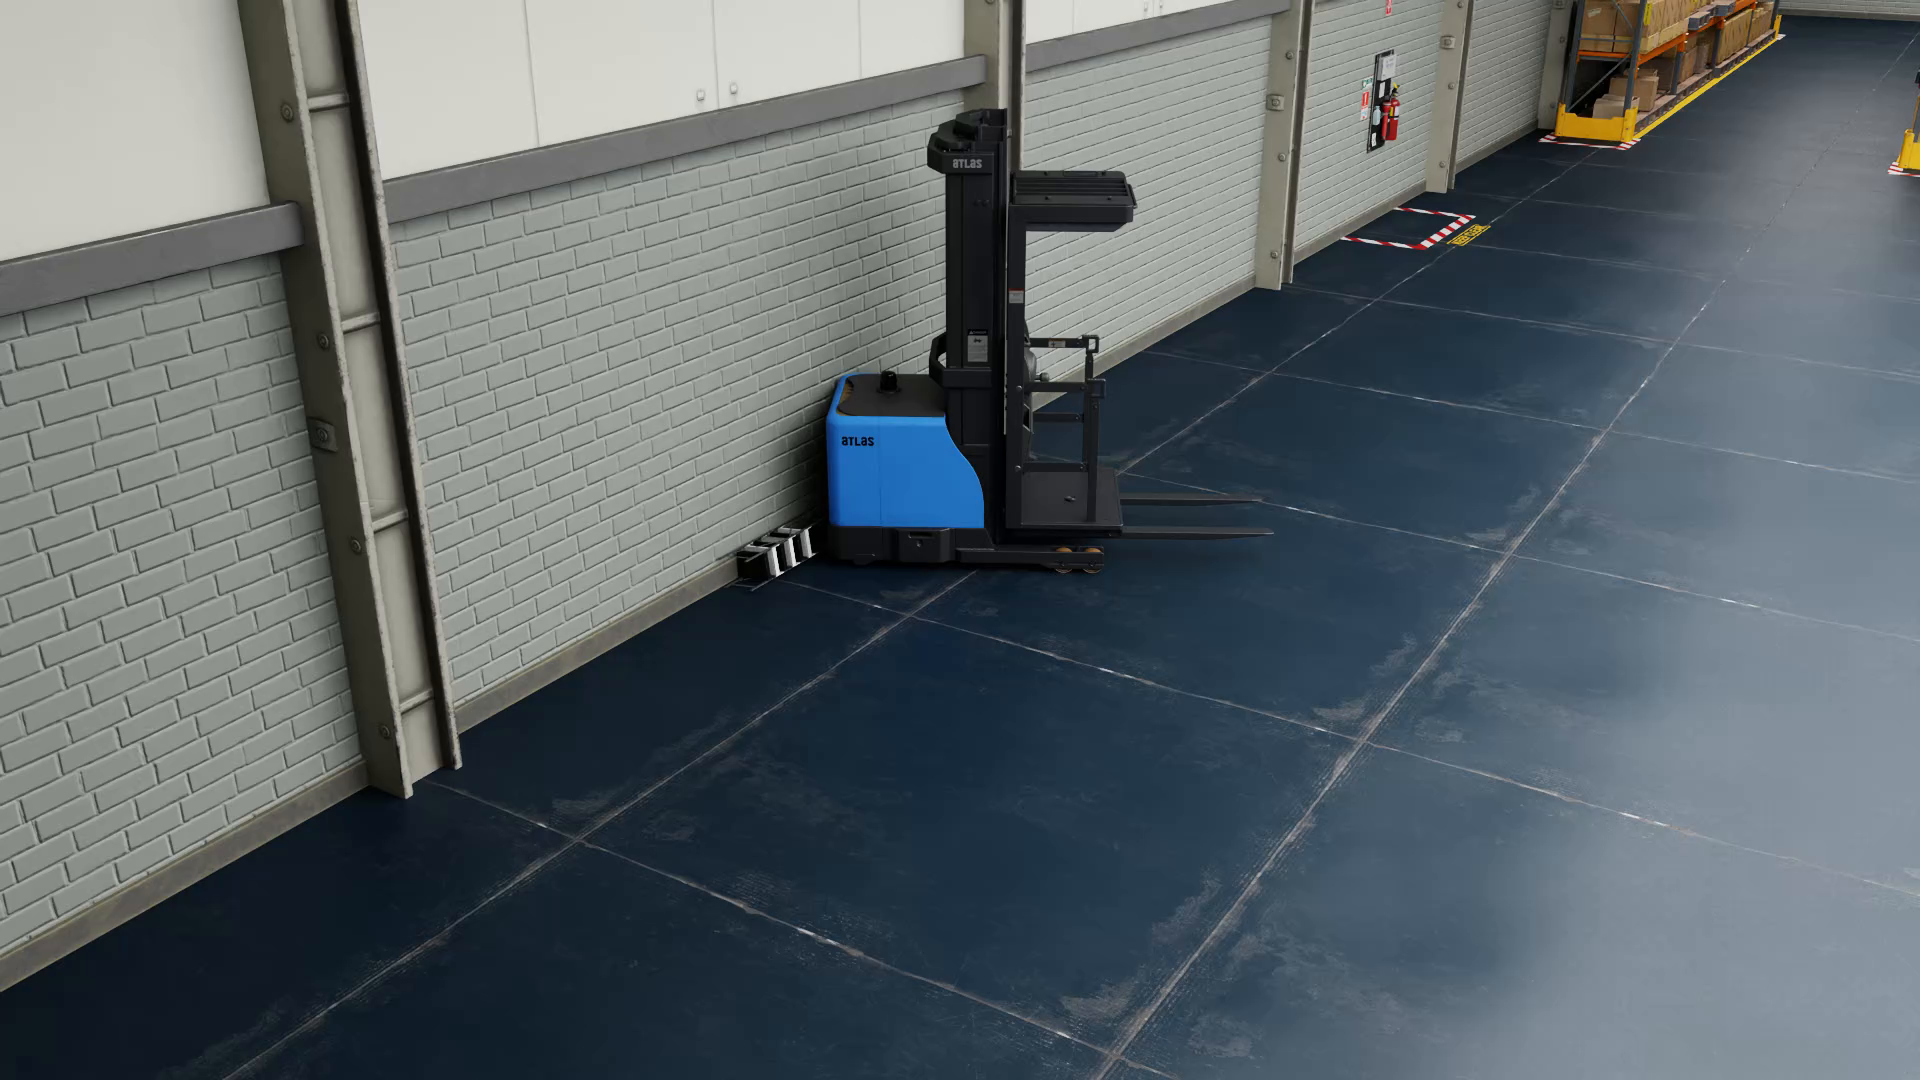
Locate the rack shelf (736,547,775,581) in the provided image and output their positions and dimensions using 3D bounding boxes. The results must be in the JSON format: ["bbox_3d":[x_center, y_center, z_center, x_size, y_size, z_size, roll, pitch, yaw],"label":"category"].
[{"bbox_3d":[-1.364,0.157,11.075,0.258,0.200,0.077,5,23,32],"label":"rack shelf"}]

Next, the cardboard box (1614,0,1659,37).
[{"bbox_3d":[10.624,-8.194,26.122,0.500,0.500,0.500,14,27,29],"label":"cardboard box"}]

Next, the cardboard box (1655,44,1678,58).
[{"bbox_3d":[12.831,-8.962,30.325,0.500,0.250,0.500,13,27,28],"label":"cardboard box"}]

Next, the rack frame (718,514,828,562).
[{"bbox_3d":[-1.251,-0.018,11.226,0.240,0.006,0.900,5,23,32],"label":"rack frame"}]

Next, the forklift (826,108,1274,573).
[{"bbox_3d":[0.630,-1.336,11.148,3.031,2.935,1.130,1,23,2],"label":"forklift"}]

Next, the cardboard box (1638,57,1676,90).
[{"bbox_3d":[12.601,-8.468,30.129,0.700,0.500,0.500,15,28,31],"label":"cardboard box"}]

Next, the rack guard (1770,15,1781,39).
[{"bbox_3d":[18.570,-12.073,39.008,1.175,0.500,0.348,14,27,29],"label":"rack guard"}]

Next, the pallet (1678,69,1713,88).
[{"bbox_3d":[13.924,-8.969,32.201,1.003,0.211,1.213,14,27,29],"label":"pallet"}]

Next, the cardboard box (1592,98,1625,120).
[{"bbox_3d":[10.559,-6.994,26.962,0.500,0.311,0.500,11,26,23],"label":"cardboard box"}]

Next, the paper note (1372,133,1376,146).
[{"bbox_3d":[5.099,-4.928,20.468,0.016,0.148,0.142,14,27,29],"label":"paper note"}]

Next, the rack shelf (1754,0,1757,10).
[{"bbox_3d":[17.502,-12.207,37.077,1.077,0.370,4.000,14,27,29],"label":"rack shelf"}]

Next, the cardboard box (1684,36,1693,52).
[{"bbox_3d":[13.381,-9.303,31.112,0.500,0.250,0.500,14,27,29],"label":"cardboard box"}]

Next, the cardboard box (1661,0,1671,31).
[{"bbox_3d":[11.172,-8.532,26.903,0.500,0.500,0.500,13,27,27],"label":"cardboard box"}]

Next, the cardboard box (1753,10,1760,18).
[{"bbox_3d":[17.264,-11.513,36.371,0.380,0.149,0.250,15,28,31],"label":"cardboard box"}]

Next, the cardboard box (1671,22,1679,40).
[{"bbox_3d":[11.713,-8.539,27.863,0.500,0.250,0.500,14,27,29],"label":"cardboard box"}]

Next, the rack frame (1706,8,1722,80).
[{"bbox_3d":[14.337,-10.512,32.256,1.000,3.000,0.127,14,27,29],"label":"rack frame"}]

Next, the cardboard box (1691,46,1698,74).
[{"bbox_3d":[13.631,-9.163,31.733,0.700,0.500,0.500,14,27,29],"label":"cardboard box"}]

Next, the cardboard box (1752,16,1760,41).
[{"bbox_3d":[17.197,-11.307,36.711,0.700,0.500,0.500,14,27,28],"label":"cardboard box"}]

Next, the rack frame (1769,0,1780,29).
[{"bbox_3d":[18.557,-13.212,38.493,1.000,3.000,0.127,14,27,29],"label":"rack frame"}]

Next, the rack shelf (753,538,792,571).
[{"bbox_3d":[-1.269,0.096,11.215,0.258,0.200,0.077,5,23,32],"label":"rack shelf"}]

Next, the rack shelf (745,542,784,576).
[{"bbox_3d":[-1.316,0.127,11.145,0.258,0.200,0.077,5,23,32],"label":"rack shelf"}]

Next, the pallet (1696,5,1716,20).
[{"bbox_3d":[13.328,-9.747,30.731,1.003,0.211,1.213,14,27,29],"label":"pallet"}]

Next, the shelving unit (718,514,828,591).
[{"bbox_3d":[-1.239,0.077,11.259,0.258,0.210,0.900,5,23,32],"label":"shelving unit"}]

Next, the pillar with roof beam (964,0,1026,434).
[{"bbox_3d":[3.914,-4.005,9.674,9.100,9.000,0.400,14,27,29],"label":"pillar with roof beam"}]

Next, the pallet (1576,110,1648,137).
[{"bbox_3d":[10.616,-6.824,27.248,1.003,0.211,1.213,14,27,29],"label":"pallet"}]

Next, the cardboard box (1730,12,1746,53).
[{"bbox_3d":[15.748,-10.521,34.454,0.750,0.750,0.750,15,27,31],"label":"cardboard box"}]

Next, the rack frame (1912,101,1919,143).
[{"bbox_3d":[14.328,-6.775,23.624,1.000,3.000,0.127,14,27,29],"label":"rack frame"}]

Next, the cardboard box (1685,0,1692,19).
[{"bbox_3d":[12.241,-9.222,28.496,0.500,0.500,0.500,14,27,29],"label":"cardboard box"}]

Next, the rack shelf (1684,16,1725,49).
[{"bbox_3d":[13.282,-9.507,30.840,1.077,0.370,4.000,14,27,29],"label":"rack shelf"}]

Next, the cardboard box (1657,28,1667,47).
[{"bbox_3d":[11.180,-8.199,27.077,0.500,0.250,0.500,13,27,28],"label":"cardboard box"}]

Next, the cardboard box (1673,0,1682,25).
[{"bbox_3d":[11.707,-8.884,27.717,0.500,0.500,0.500,13,27,27],"label":"cardboard box"}]

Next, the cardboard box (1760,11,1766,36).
[{"bbox_3d":[17.744,-11.661,37.530,0.700,0.500,0.500,13,27,27],"label":"cardboard box"}]

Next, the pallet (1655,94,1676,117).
[{"bbox_3d":[11.903,-7.648,29.151,1.003,0.211,1.213,14,27,29],"label":"pallet"}]

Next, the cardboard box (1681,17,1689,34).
[{"bbox_3d":[12.235,-8.879,28.647,0.500,0.250,0.500,14,27,29],"label":"cardboard box"}]

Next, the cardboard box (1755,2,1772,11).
[{"bbox_3d":[18.226,-12.130,37.795,0.380,0.149,0.250,15,27,30],"label":"cardboard box"}]

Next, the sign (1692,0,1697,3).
[{"bbox_3d":[12.692,-9.448,28.709,0.100,0.325,0.005,14,27,29],"label":"sign"}]

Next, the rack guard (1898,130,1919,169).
[{"bbox_3d":[14.315,-5.620,24.102,1.175,0.500,0.348,14,27,29],"label":"rack guard"}]

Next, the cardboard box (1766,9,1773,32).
[{"bbox_3d":[18.273,-12.000,38.312,0.700,0.500,0.500,14,27,29],"label":"cardboard box"}]

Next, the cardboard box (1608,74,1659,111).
[{"bbox_3d":[11.289,-7.511,27.916,0.700,0.500,0.500,12,26,26],"label":"cardboard box"}]

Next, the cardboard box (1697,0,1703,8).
[{"bbox_3d":[13.146,-9.990,30.371,0.700,0.500,0.500,18,29,36],"label":"cardboard box"}]

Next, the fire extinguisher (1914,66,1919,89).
[{"bbox_3d":[13.871,-6.797,23.772,0.296,0.674,0.183,14,27,29],"label":"fire extinguisher"}]

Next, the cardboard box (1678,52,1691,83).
[{"bbox_3d":[13.135,-8.817,30.934,0.700,0.500,0.500,14,27,30],"label":"cardboard box"}]

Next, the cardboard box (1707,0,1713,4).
[{"bbox_3d":[13.826,-10.404,31.329,0.700,0.500,0.500,11,26,24],"label":"cardboard box"}]

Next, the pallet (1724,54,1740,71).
[{"bbox_3d":[15.462,-9.892,34.336,1.003,0.211,1.213,14,27,29],"label":"pallet"}]

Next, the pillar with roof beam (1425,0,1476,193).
[{"bbox_3d":[10.244,-8.055,19.030,9.100,9.000,0.400,14,27,29],"label":"pillar with roof beam"}]

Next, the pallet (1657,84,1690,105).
[{"bbox_3d":[12.637,-8.145,30.299,1.003,0.211,1.213,14,27,29],"label":"pallet"}]

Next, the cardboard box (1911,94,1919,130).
[{"bbox_3d":[14.358,-6.293,24.500,0.500,0.500,0.500,14,27,29],"label":"cardboard box"}]

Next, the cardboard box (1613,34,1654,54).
[{"bbox_3d":[10.644,-7.850,26.271,0.500,0.250,0.500,13,27,27],"label":"cardboard box"}]

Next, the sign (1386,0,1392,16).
[{"bbox_3d":[5.162,-6.460,19.979,0.001,0.298,0.199,14,27,29],"label":"sign"}]

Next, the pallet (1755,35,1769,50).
[{"bbox_3d":[17.558,-11.236,37.438,1.003,0.211,1.213,14,27,29],"label":"pallet"}]

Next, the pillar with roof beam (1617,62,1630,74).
[{"bbox_3d":[16.574,-12.105,28.385,9.100,9.000,0.400,14,27,29],"label":"pillar with roof beam"}]

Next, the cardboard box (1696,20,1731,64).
[{"bbox_3d":[14.837,-9.939,33.109,0.750,0.750,0.750,13,27,28],"label":"cardboard box"}]
